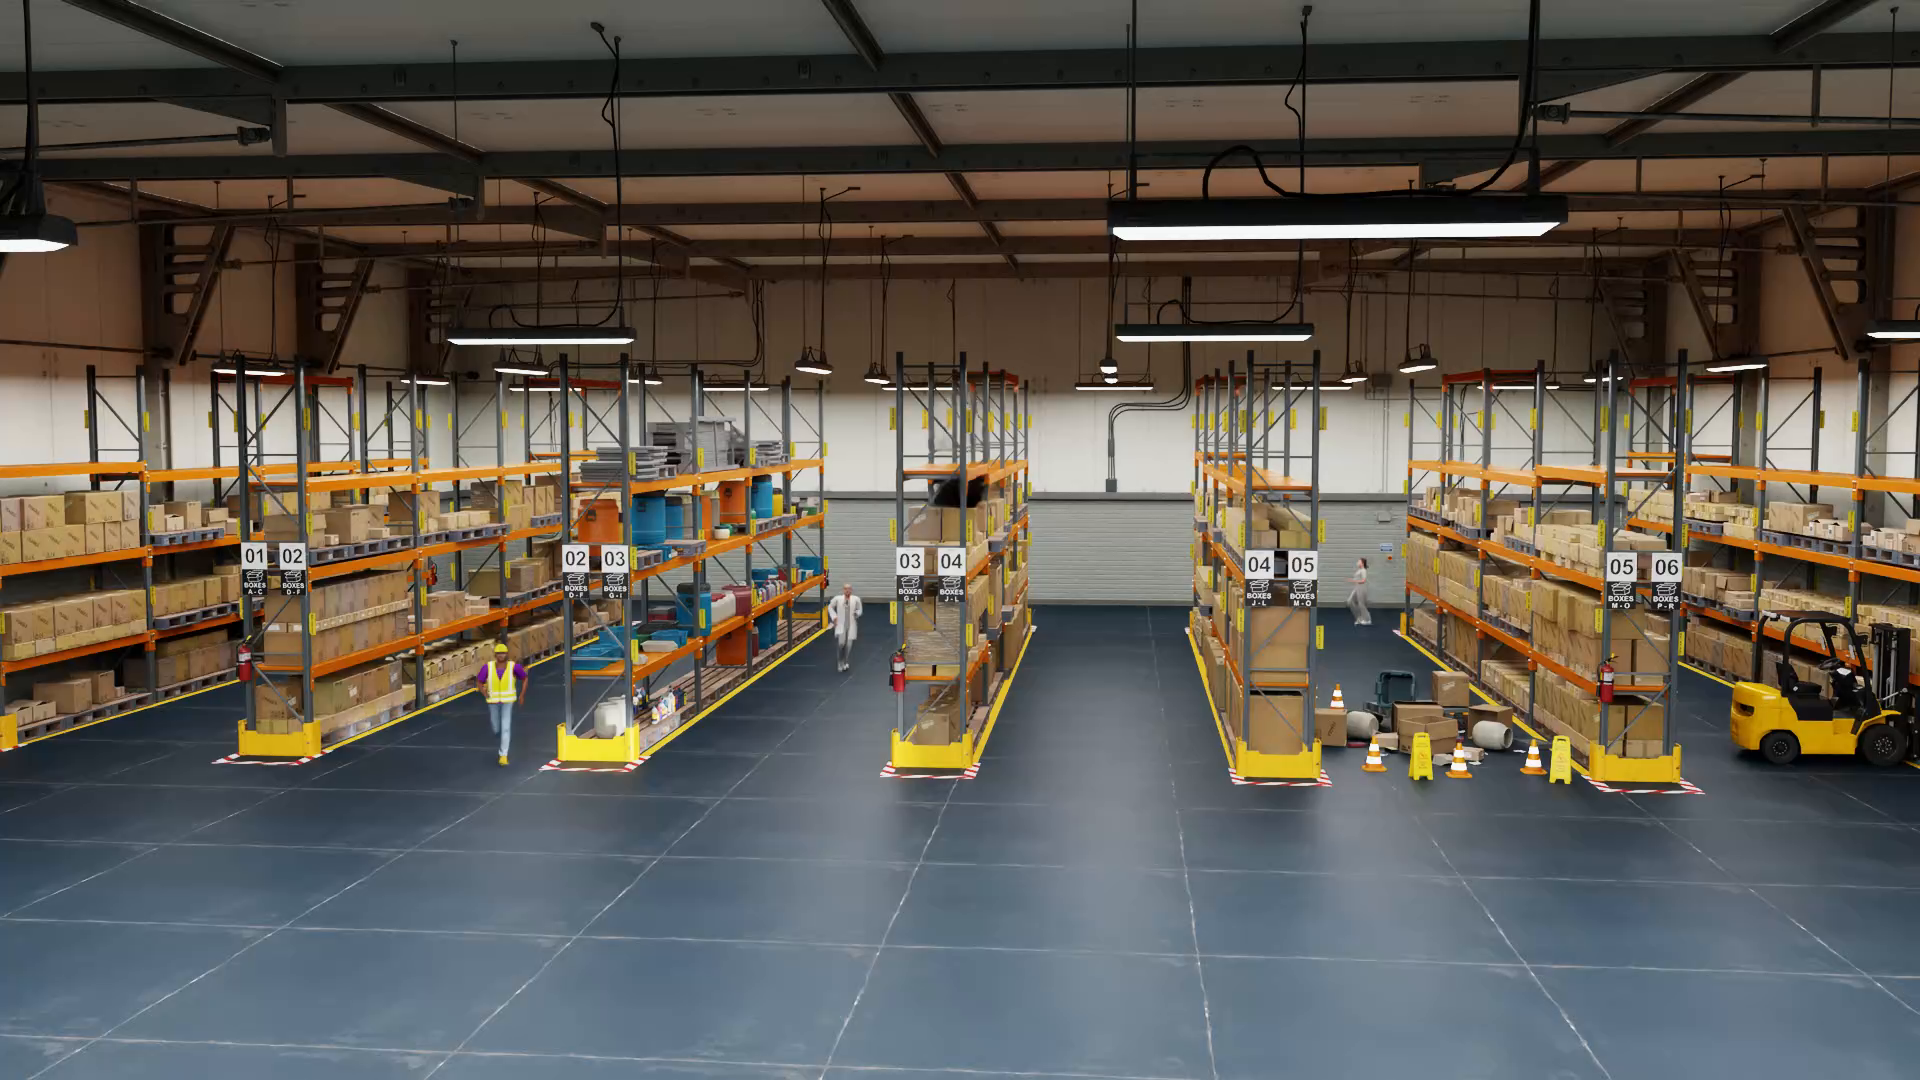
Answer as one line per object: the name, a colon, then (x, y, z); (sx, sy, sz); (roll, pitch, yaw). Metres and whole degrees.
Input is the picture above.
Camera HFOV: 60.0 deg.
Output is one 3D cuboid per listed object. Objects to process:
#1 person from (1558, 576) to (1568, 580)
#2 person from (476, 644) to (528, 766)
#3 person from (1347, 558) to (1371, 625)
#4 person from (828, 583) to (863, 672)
person: (12.655, 1.647, 34.813); (0.647, 1.847, 0.797); (0, 4, 3)
person: (-6.770, 2.400, 24.574); (0.740, 1.756, 0.782); (-1, 4, -7)
person: (9.807, 1.285, 40.883); (0.638, 1.649, 0.547); (-1, 4, -8)
person: (-2.279, 1.767, 33.330); (0.679, 1.770, 0.750); (-1, 4, -11)
